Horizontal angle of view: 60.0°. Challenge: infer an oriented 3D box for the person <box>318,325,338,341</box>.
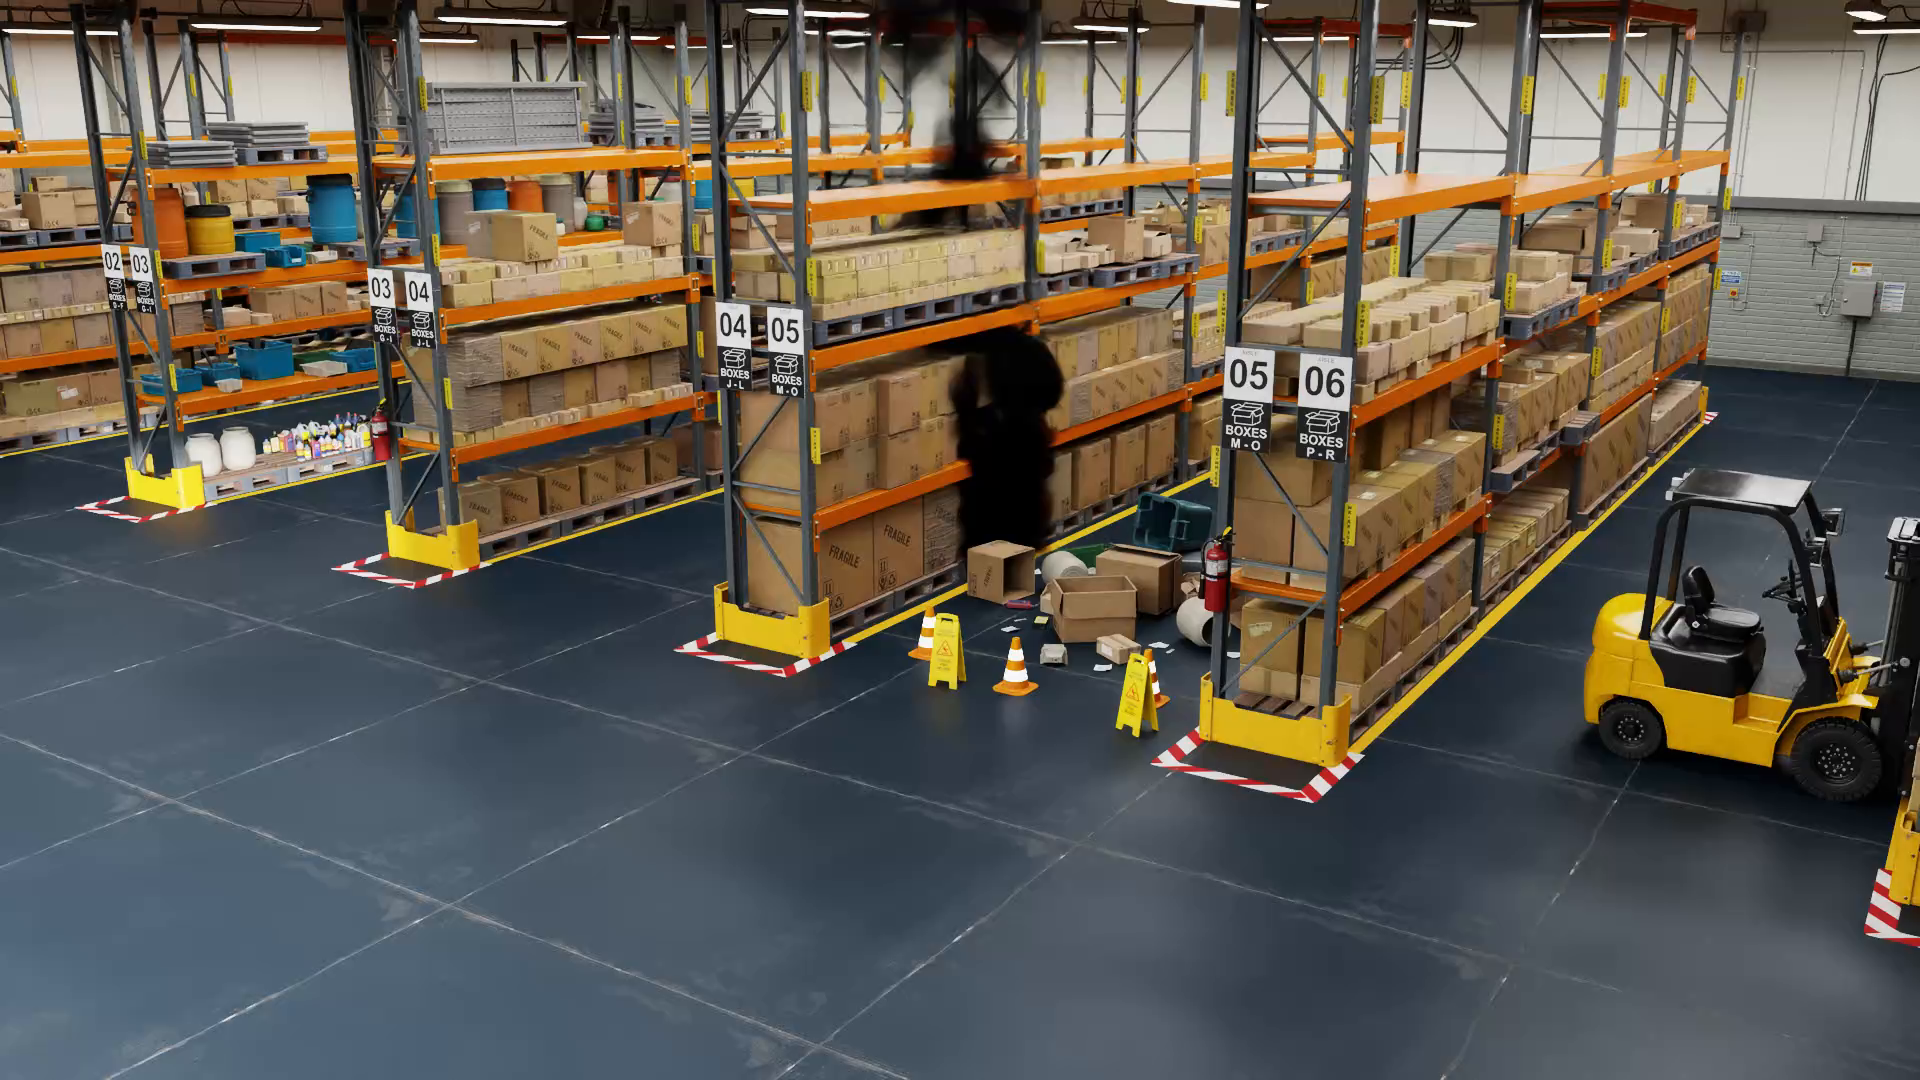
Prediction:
[{"bbox_3d":[-11.409,-3.839,30.144,0.536,1.564,0.618,7,17,25],"label":"person"}]
